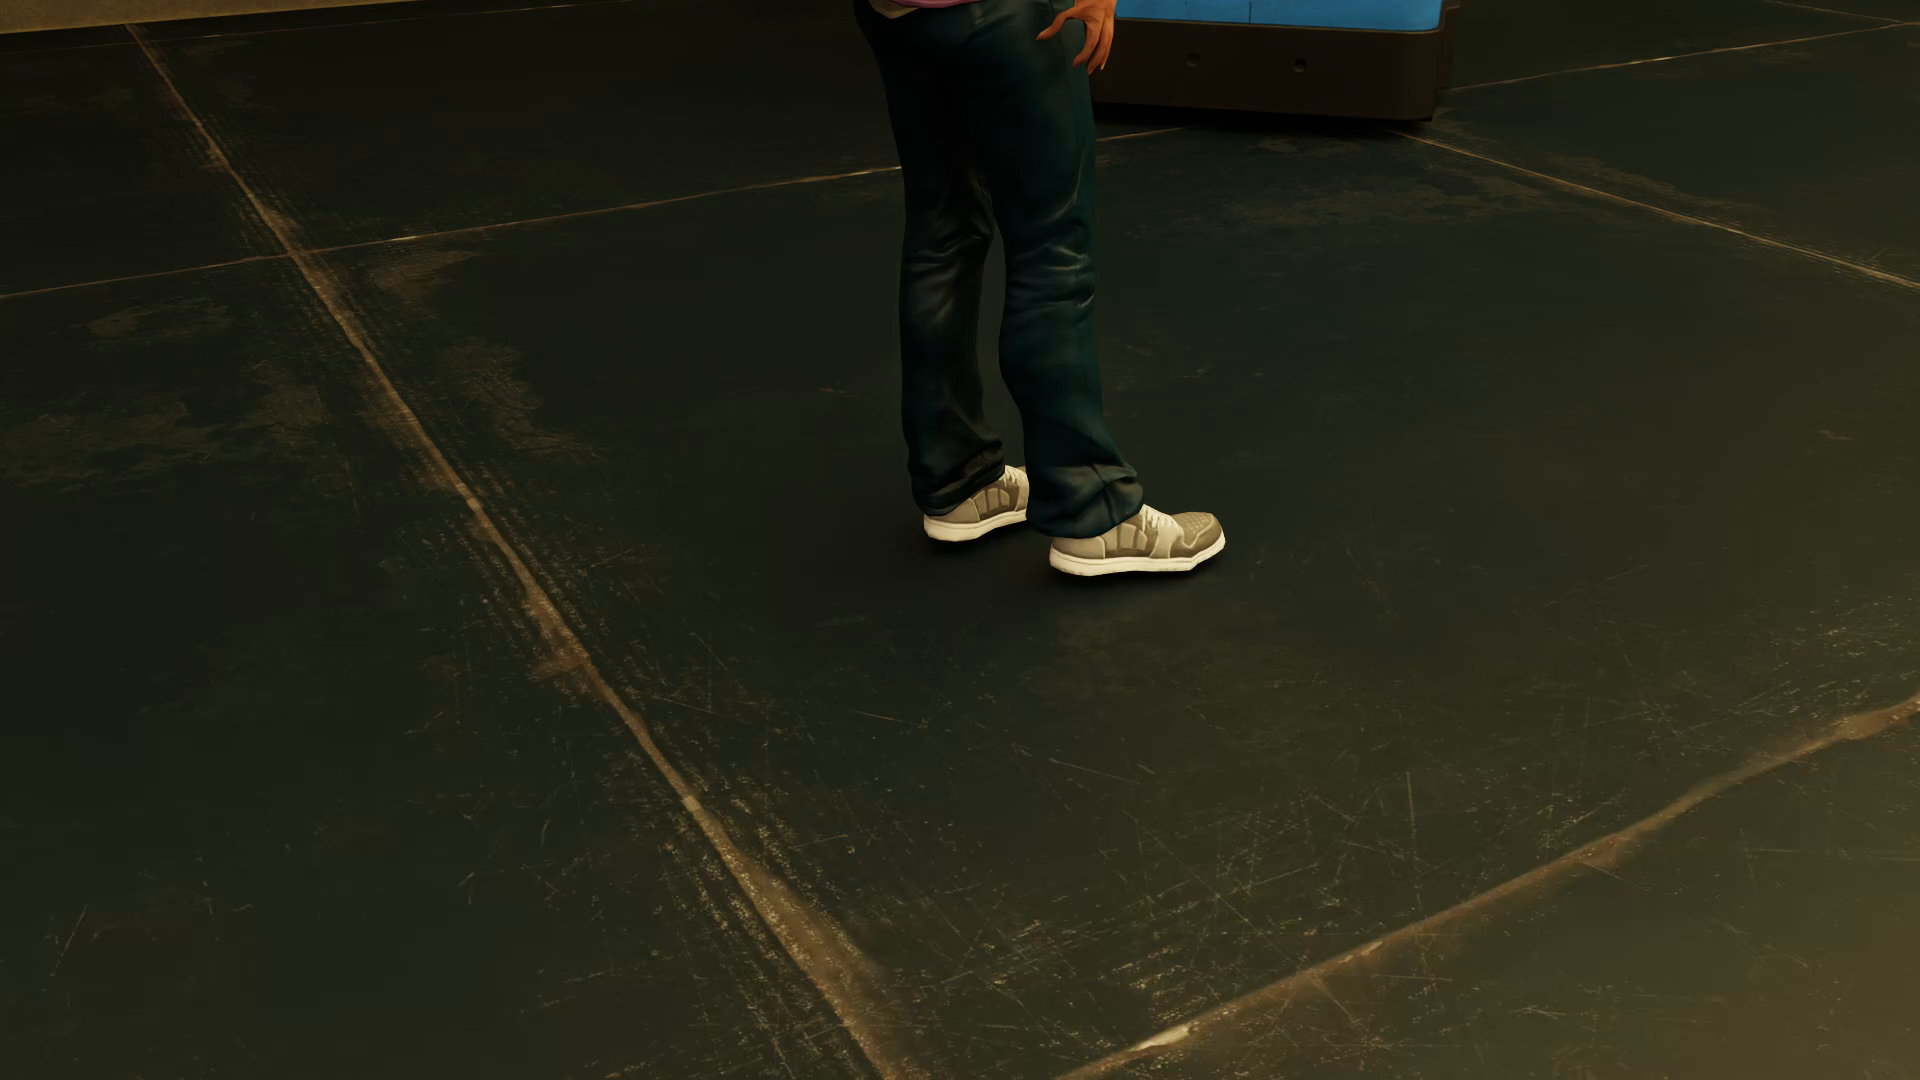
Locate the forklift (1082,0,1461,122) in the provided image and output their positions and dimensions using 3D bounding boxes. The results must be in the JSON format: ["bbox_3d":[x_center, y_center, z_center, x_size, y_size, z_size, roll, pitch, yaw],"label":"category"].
[{"bbox_3d":[1.221,-3.129,5.428,1.130,2.935,3.031,7,28,14],"label":"forklift"}]

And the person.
[{"bbox_3d":[0.071,-0.723,2.160,0.476,1.582,0.520,-15,30,-26],"label":"person"}]
